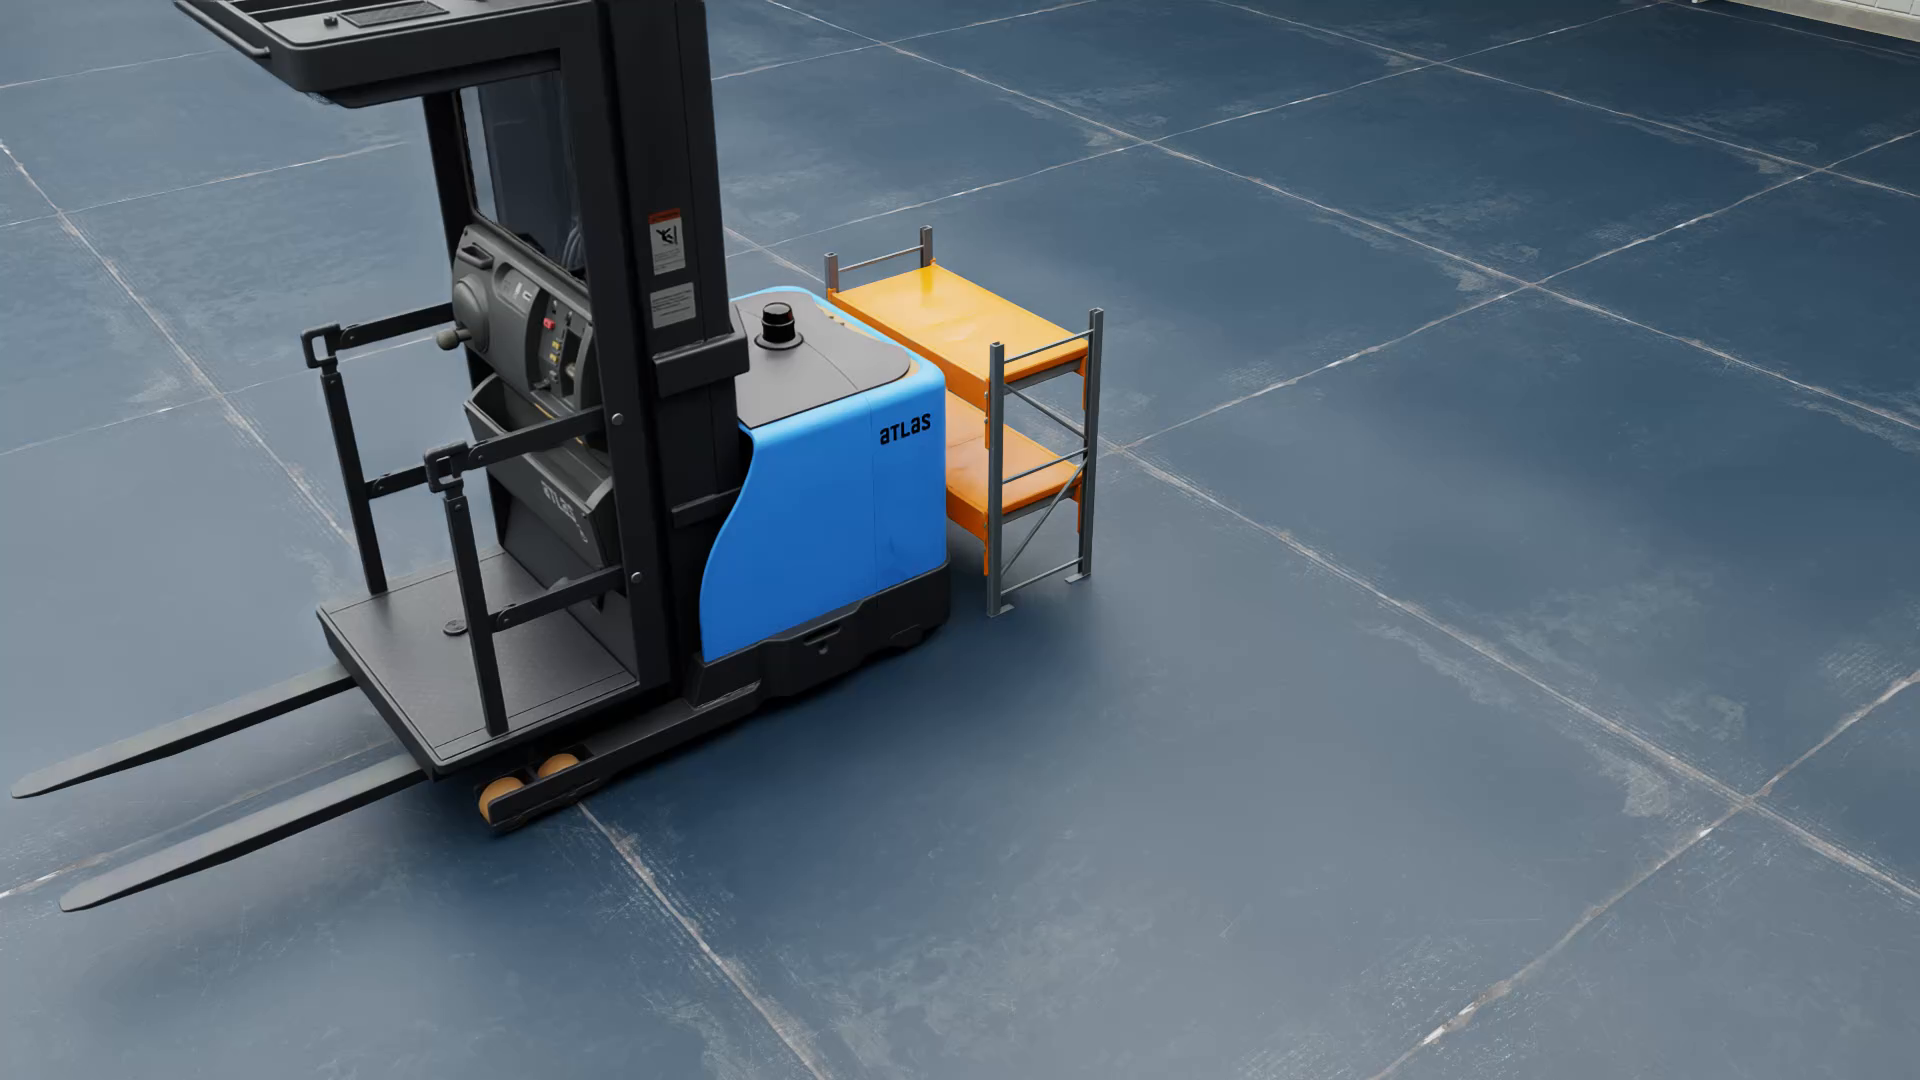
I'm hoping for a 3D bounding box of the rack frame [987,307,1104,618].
[{"bbox_3d":[0.308,-0.269,6.117,0.500,1.125,0.032,-22,38,-31],"label":"rack frame"}]

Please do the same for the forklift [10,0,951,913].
[{"bbox_3d":[-1.513,-0.641,5.004,3.031,2.935,1.130,-22,38,-31],"label":"forklift"}]

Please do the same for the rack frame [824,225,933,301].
[{"bbox_3d":[-0.316,-0.693,6.799,0.500,1.125,0.032,-22,38,-31],"label":"rack frame"}]

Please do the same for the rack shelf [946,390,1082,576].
[{"bbox_3d":[-0.004,-0.273,6.587,0.538,0.278,1.000,-22,38,-31],"label":"rack shelf"}]

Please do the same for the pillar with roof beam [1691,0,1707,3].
[{"bbox_3d":[2.832,-7.100,9.653,9.100,9.000,0.400,-22,38,-31],"label":"pillar with roof beam"}]

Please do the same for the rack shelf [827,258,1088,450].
[{"bbox_3d":[-0.004,-0.729,6.303,0.538,0.278,1.000,-22,38,-31],"label":"rack shelf"}]

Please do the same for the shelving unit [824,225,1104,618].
[{"bbox_3d":[-0.004,-0.481,6.458,0.538,1.125,1.048,-22,38,-31],"label":"shelving unit"}]
